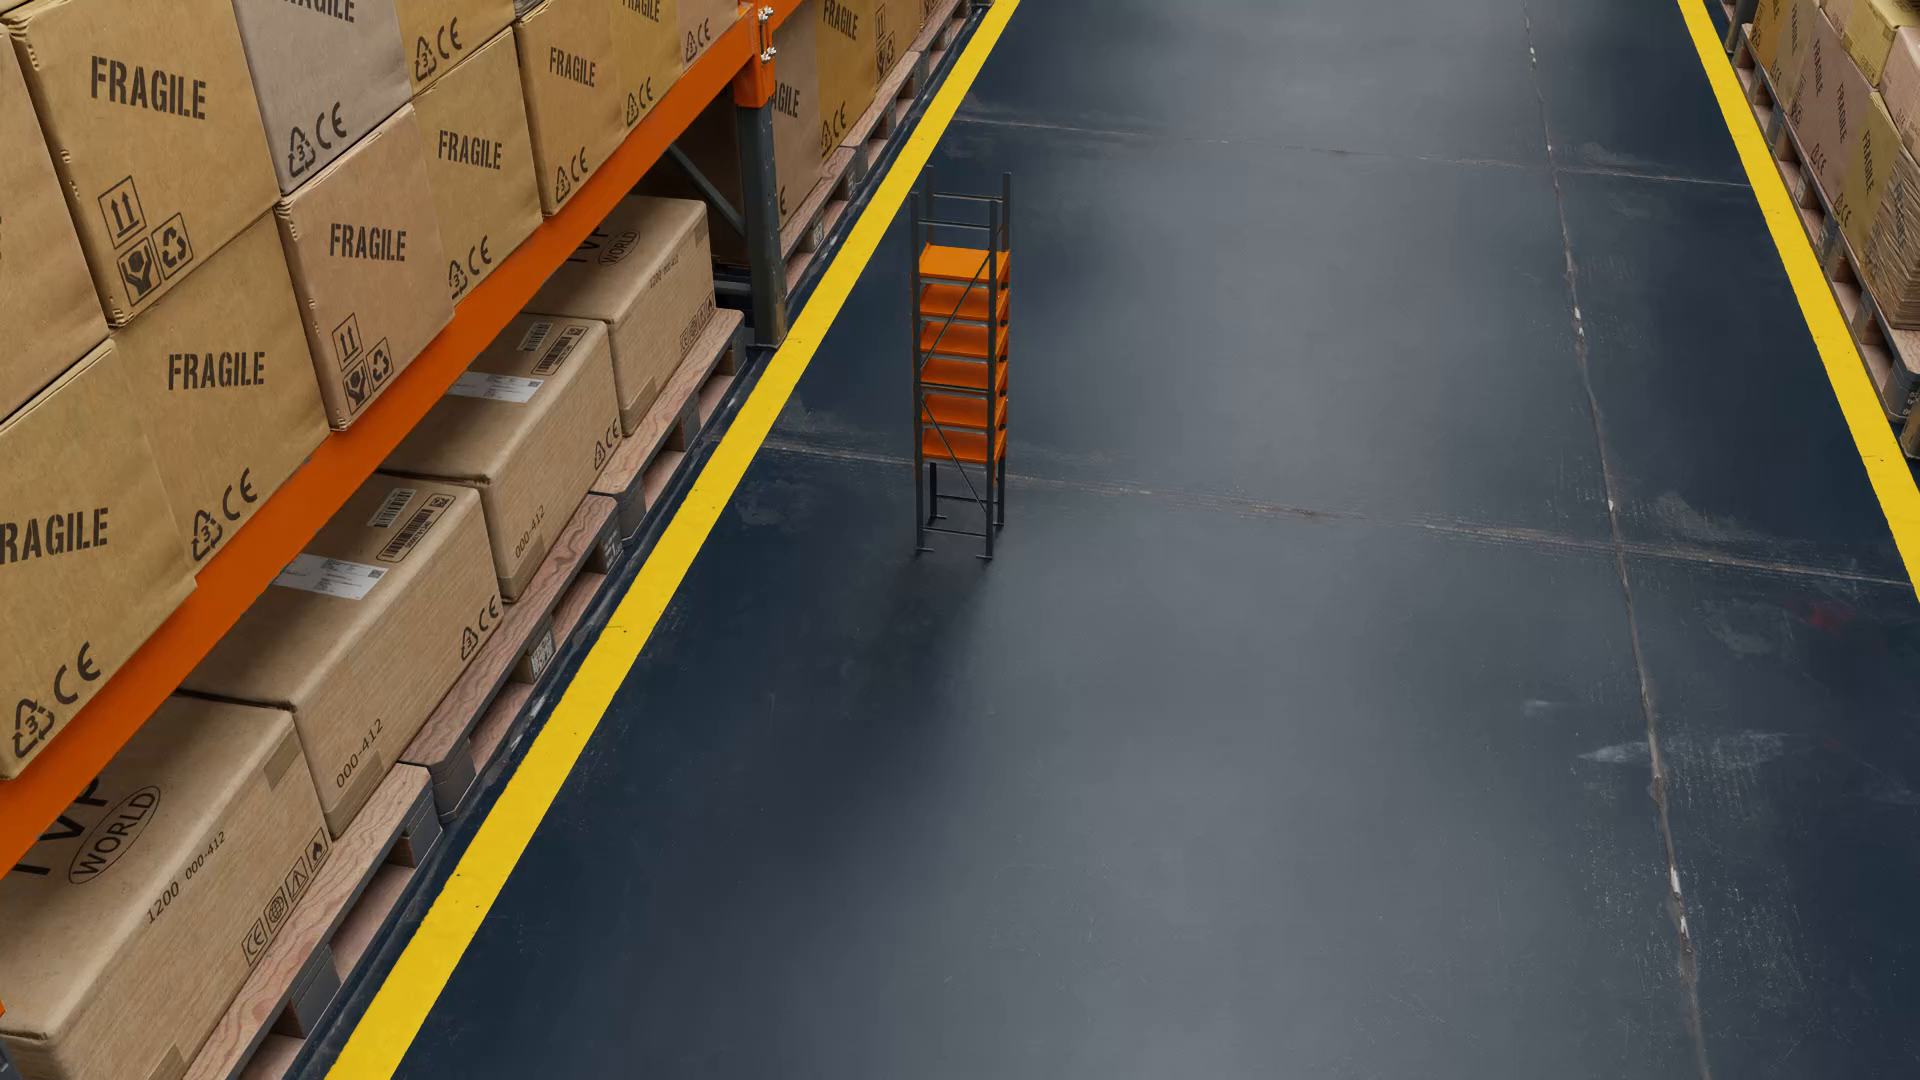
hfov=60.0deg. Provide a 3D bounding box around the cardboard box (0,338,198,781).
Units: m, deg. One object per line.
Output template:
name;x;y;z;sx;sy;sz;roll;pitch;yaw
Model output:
cardboard box;-1.629;-0.005;2.616;0.500;0.500;0.500;7;37;10

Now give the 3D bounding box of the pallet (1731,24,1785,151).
pallet;4.386;-2.173;8.068;1.003;0.211;1.213;7;37;10

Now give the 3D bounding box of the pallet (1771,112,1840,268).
pallet;4.123;-1.475;7.106;1.003;0.211;1.213;7;37;10

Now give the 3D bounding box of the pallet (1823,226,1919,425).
pallet;3.865;-0.774;6.138;1.003;0.211;1.213;7;37;10

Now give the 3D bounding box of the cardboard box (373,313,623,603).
cardboard box;-1.587;-0.292;4.922;0.875;0.438;0.875;6;36;9

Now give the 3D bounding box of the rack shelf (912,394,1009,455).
rack shelf;0.003;-0.361;5.006;0.258;0.103;0.180;7;37;10

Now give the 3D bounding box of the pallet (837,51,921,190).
pallet;-0.808;-2.043;7.889;1.003;0.211;1.213;7;37;10

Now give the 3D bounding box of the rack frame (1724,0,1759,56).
rack frame;4.555;-3.749;7.867;1.000;3.000;0.127;7;37;10

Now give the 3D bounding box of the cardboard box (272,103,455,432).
cardboard box;-1.421;-0.588;3.420;0.500;0.500;0.500;7;37;10

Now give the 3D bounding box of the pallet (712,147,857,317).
pallet;-1.066;-1.342;6.921;1.003;0.211;1.213;7;37;10

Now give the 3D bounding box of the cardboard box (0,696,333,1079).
cardboard box;-1.968;0.751;3.483;0.875;0.438;0.875;6;36;8

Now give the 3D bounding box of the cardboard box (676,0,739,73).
cardboard box;-1.007;-1.761;5.039;0.500;0.500;0.500;8;37;10

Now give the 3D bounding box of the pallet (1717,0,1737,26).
pallet;4.797;-3.063;9.296;1.003;0.211;1.213;7;37;10

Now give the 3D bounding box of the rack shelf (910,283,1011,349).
rack shelf;0.003;-0.652;4.795;0.258;0.103;0.180;7;37;10

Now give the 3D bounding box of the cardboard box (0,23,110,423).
cardboard box;-1.631;-0.410;2.323;0.500;0.500;0.500;7;36;9

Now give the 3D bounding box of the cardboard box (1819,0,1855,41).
cardboard box;3.944;-2.273;6.964;0.500;0.250;0.500;8;37;10

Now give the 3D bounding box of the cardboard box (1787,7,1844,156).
cardboard box;3.945;-1.950;7.157;0.500;0.500;0.500;6;36;9

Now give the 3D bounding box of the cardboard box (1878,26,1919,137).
cardboard box;3.735;-1.669;6.131;0.500;0.250;0.500;9;37;12

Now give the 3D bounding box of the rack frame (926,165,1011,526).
rack frame;0.023;-0.547;4.982;0.240;1.200;0.006;7;37;10

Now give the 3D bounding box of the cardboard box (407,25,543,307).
cardboard box;-1.331;-0.877;3.819;0.500;0.500;0.500;8;37;12

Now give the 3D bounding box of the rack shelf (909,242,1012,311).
rack shelf;0.003;-0.750;4.724;0.258;0.103;0.180;7;37;10

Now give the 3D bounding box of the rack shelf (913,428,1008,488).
rack shelf;0.003;-0.264;5.076;0.258;0.103;0.180;7;37;10

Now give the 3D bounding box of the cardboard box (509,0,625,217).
cardboard box;-1.204;-1.176;4.231;0.500;0.500;0.500;7;36;9

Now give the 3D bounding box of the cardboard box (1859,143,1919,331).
cardboard box;3.612;-1.070;5.943;0.500;0.500;0.500;7;36;9

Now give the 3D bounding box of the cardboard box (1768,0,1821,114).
cardboard box;4.050;-2.245;7.564;0.500;0.500;0.500;8;37;11

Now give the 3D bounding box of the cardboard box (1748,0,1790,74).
cardboard box;4.154;-2.534;7.962;0.500;0.500;0.500;6;36;8

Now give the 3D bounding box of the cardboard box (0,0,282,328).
cardboard box;-1.527;-0.707;2.733;0.500;0.500;0.500;6;36;9

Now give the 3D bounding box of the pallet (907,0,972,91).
pallet;-0.545;-2.740;8.851;1.003;0.211;1.213;7;37;10

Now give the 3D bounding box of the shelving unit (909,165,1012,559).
shelving unit;0.003;-0.494;4.909;0.258;1.200;0.189;7;37;10

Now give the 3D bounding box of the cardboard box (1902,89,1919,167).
cardboard box;3.612;-1.377;5.726;0.500;0.250;0.500;6;36;9

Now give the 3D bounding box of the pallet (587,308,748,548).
pallet;-1.396;-0.464;5.710;1.003;0.211;1.213;7;37;10

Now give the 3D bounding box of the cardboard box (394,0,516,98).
cardboard box;-1.319;-1.290;3.536;0.500;0.500;0.500;7;37;10

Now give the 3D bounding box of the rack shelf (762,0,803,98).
rack shelf;-0.730;-2.874;7.273;1.077;0.370;4.000;7;37;10

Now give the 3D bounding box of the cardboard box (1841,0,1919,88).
cardboard box;3.834;-1.974;6.551;0.500;0.250;0.500;6;36;8

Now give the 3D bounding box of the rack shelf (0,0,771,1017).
rack shelf;-1.584;-0.581;4.108;1.077;0.370;4.000;7;37;10

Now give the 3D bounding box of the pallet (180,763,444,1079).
pallet;-1.917;0.935;3.780;1.003;0.211;1.213;7;37;10

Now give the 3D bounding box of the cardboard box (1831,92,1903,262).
cardboard box;3.722;-1.364;6.348;0.500;0.500;0.500;6;36;9

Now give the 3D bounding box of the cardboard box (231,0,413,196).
cardboard box;-1.425;-1.004;3.141;0.500;0.500;0.500;7;37;10

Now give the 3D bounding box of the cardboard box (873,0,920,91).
cardboard box;-0.726;-2.725;7.907;0.875;0.875;0.875;8;37;11

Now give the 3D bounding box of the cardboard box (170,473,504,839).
cardboard box;-1.781;0.225;4.209;0.875;0.438;0.875;8;37;11

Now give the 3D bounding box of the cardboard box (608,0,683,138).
cardboard box;-1.111;-1.466;4.631;0.500;0.500;0.500;6;36;9

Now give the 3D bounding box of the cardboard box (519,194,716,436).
cardboard box;-1.396;-0.805;5.630;0.875;0.438;0.875;7;36;9

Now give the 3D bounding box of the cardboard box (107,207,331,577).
cardboard box;-1.548;-0.299;3.021;0.500;0.500;0.500;7;36;9

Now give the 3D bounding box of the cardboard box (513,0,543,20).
cardboard box;-1.204;-1.576;3.931;0.500;0.500;0.500;8;37;11

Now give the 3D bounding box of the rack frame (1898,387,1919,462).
rack frame;3.700;-1.456;4.703;1.000;3.000;0.127;7;37;10

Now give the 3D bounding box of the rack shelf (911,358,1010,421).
rack shelf;0.003;-0.458;4.935;0.258;0.103;0.180;7;37;10

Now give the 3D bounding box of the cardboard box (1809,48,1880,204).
cardboard box;3.836;-1.658;6.753;0.500;0.500;0.500;7;36;9

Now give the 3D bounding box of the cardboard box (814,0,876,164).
cardboard box;-0.918;-2.213;7.200;0.875;0.875;0.875;8;37;11

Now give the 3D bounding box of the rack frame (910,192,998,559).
rack frame;-0.016;-0.442;4.837;0.240;1.200;0.006;7;37;10

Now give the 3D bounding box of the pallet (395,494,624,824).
pallet;-1.654;0.238;4.742;1.003;0.211;1.213;7;37;10

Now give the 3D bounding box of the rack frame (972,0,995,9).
rack frame;-0.303;-4.312;8.643;1.000;3.000;0.127;7;37;10

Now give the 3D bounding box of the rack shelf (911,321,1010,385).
rack shelf;0.003;-0.555;4.865;0.258;0.103;0.180;7;37;10

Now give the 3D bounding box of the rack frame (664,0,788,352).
rack frame;-1.157;-2.019;5.479;1.000;3.000;0.127;7;37;10

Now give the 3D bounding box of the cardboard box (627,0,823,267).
cardboard box;-1.103;-1.694;6.484;0.875;0.875;0.875;8;37;11

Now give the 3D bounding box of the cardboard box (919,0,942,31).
cardboard box;-0.531;-3.236;8.612;0.875;0.875;0.875;7;37;10
